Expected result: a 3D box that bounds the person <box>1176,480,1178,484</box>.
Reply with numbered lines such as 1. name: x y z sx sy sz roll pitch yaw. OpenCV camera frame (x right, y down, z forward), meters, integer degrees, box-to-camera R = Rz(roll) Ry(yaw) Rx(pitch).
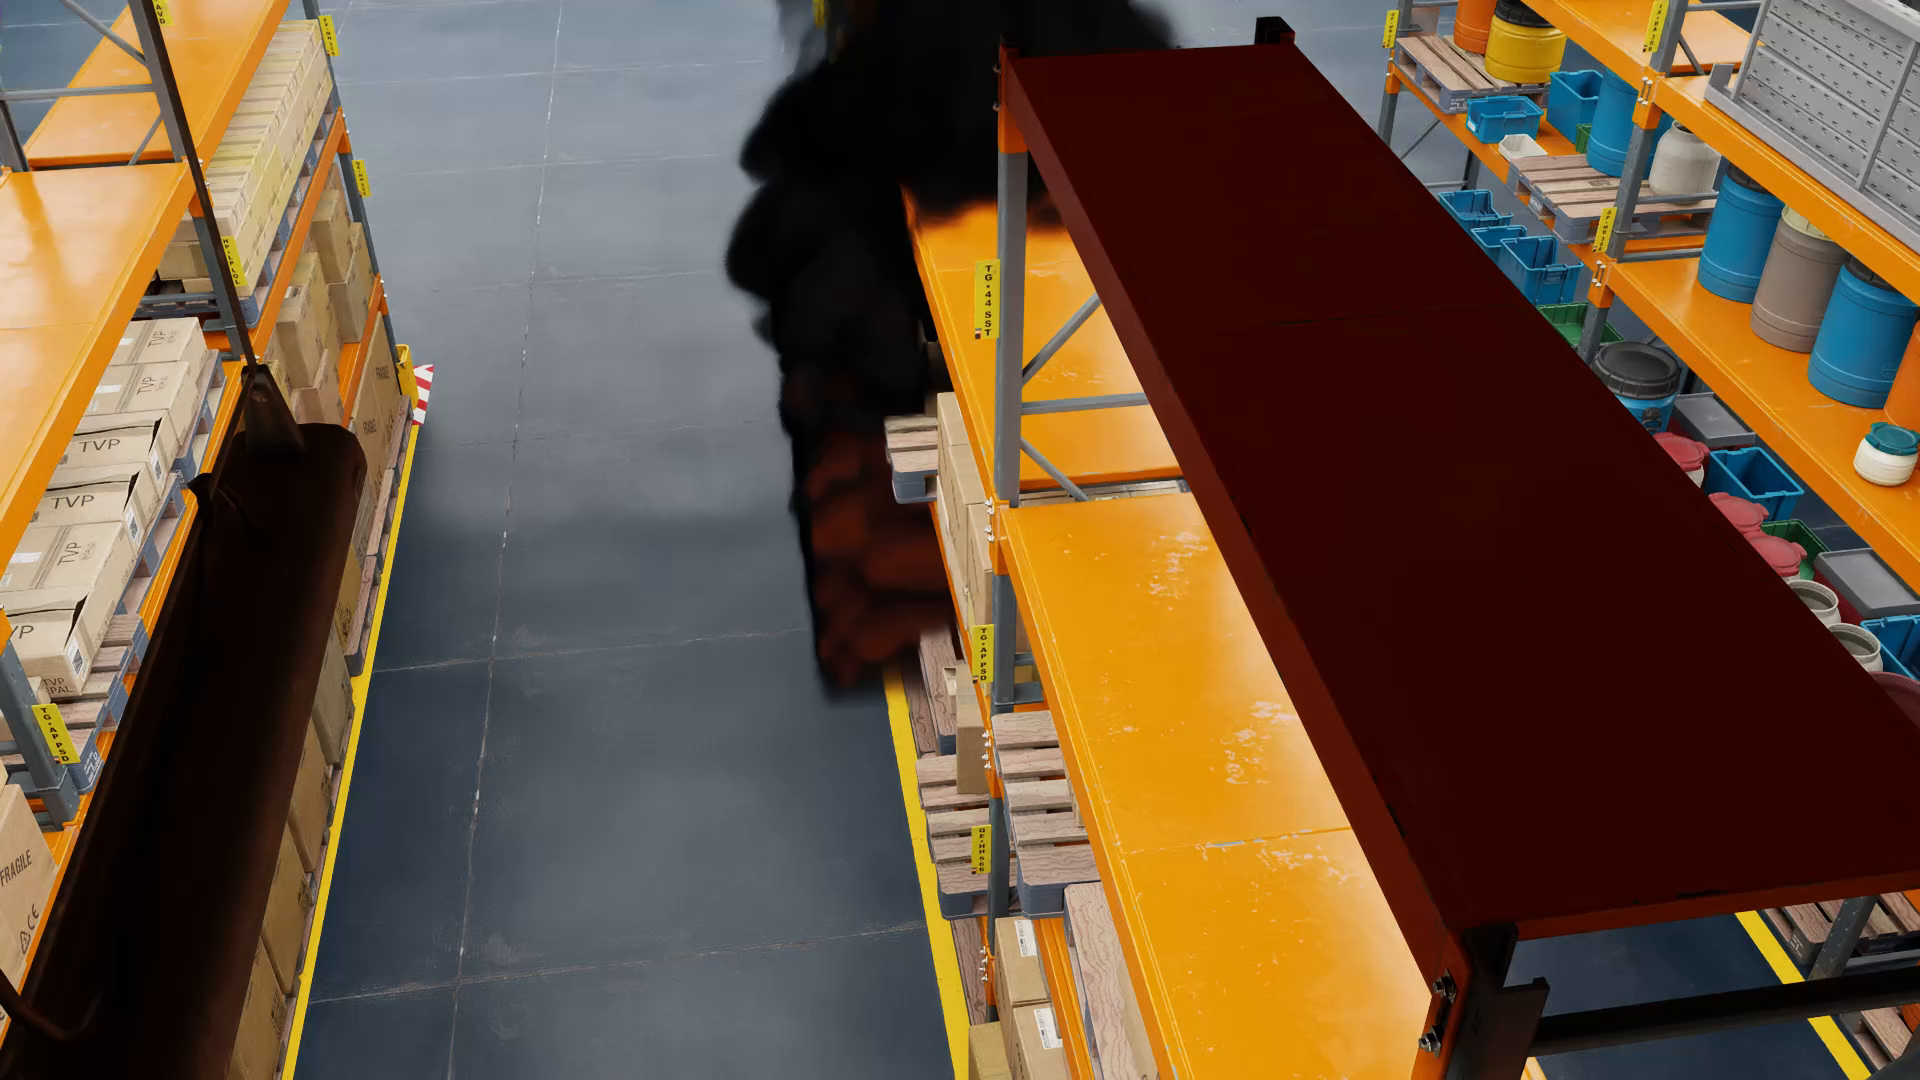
1. person: 1.539 -0.980 12.899 0.532 1.621 0.744 -9 37 -12
